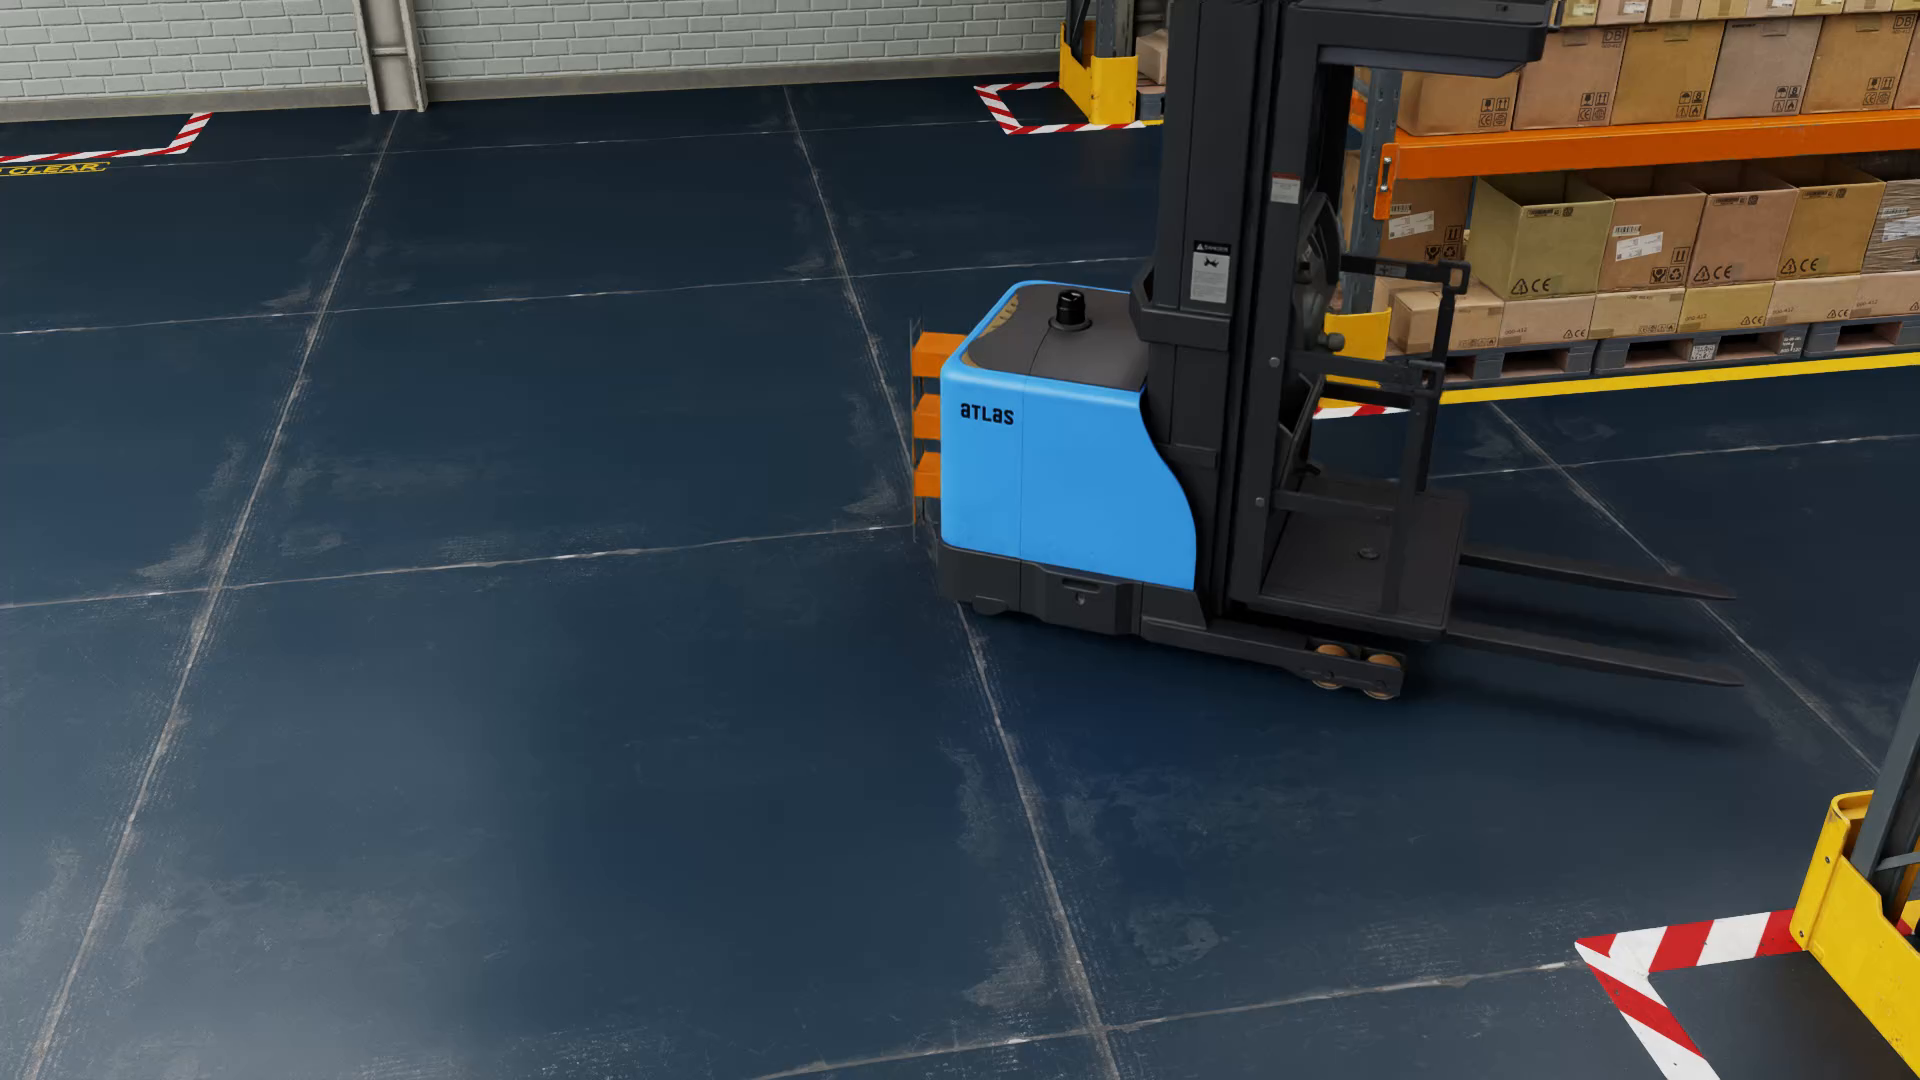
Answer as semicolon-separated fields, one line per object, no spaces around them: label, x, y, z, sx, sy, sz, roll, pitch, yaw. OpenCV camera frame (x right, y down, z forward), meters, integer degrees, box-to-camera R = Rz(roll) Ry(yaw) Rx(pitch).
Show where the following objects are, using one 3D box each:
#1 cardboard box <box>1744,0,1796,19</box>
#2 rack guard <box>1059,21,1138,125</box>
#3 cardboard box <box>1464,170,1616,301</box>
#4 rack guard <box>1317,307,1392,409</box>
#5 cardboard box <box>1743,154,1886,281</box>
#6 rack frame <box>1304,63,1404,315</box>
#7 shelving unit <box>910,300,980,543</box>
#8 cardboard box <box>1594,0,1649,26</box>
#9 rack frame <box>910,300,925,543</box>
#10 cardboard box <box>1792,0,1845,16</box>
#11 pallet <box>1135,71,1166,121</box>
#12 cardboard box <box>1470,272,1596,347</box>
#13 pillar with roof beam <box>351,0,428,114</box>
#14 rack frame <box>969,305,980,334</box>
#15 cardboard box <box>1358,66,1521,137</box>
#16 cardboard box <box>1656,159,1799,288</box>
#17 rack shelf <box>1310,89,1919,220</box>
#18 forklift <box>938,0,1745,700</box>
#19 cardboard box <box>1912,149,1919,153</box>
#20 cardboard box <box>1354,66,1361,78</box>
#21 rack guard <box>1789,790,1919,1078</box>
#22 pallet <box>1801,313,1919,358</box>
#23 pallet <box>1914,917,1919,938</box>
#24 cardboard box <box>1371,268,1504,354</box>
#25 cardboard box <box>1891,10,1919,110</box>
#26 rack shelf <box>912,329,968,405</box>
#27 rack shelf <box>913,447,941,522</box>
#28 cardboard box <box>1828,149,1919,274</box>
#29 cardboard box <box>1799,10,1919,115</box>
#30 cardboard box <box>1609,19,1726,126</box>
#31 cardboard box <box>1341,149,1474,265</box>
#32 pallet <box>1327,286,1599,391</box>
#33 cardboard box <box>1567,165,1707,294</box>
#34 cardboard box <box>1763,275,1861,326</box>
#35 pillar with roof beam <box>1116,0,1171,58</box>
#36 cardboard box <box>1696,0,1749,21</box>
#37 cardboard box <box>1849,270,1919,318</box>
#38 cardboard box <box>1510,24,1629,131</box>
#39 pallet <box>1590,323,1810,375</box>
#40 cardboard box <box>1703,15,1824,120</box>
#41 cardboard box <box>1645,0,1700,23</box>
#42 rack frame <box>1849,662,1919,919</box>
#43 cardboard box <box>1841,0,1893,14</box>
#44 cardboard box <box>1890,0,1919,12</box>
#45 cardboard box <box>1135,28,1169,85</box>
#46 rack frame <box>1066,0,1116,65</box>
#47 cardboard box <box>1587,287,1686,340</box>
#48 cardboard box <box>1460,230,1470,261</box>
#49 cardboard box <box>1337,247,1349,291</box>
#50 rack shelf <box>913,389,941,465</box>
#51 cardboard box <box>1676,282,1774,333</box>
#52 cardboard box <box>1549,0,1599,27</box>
cardboard box;3.828;-2.650;8.059;0.250;0.149;0.380;-5;31;-8
rack guard;1.069;-3.658;12.978;0.348;0.500;1.175;-5;31;-9
cardboard box;2.950;-1.563;8.507;0.500;0.500;0.500;-5;31;-9
rack guard;1.867;-1.179;8.762;0.348;0.500;1.175;-5;31;-9
cardboard box;4.423;-1.704;8.748;0.500;0.500;0.500;-5;31;-9
rack frame;1.891;-2.259;8.132;0.127;3.000;1.000;-5;31;-9
shelving unit;-0.059;-0.476;7.024;0.252;1.050;0.215;6;31;10
cardboard box;3.069;-2.580;7.939;0.250;0.149;0.380;-6;31;-10
rack frame;-0.179;-0.488;7.044;0.008;1.050;0.200;6;31;10
cardboard box;4.086;-2.674;8.100;0.250;0.149;0.380;-4;31;-7
pallet;1.875;-3.590;13.147;1.213;0.211;1.003;-5;31;-9
cardboard box;2.949;-1.240;8.698;0.500;0.250;0.500;-5;31;-9
pillar with roof beam;-3.599;-5.115;7.072;0.400;9.000;9.100;-5;31;-9
rack frame;0.060;-0.464;7.003;0.008;1.050;0.200;6;31;10
cardboard box;2.352;-2.338;8.169;0.500;0.500;0.700;-5;31;-9
cardboard box;3.934;-1.652;8.658;0.500;0.500;0.500;-5;31;-9
rack shelf;3.858;-2.131;8.625;4.000;0.370;1.077;-5;31;-9
forklift;1.483;-0.970;6.009;3.031;2.935;1.130;10;32;17
cardboard box;5.313;-2.057;9.347;0.500;0.500;0.500;-5;31;-9
cardboard box;2.983;-3.953;13.045;0.500;0.500;0.700;-7;31;-12
rack guard;2.845;1.258;4.617;0.348;0.500;1.175;-5;31;-9
pallet;5.035;-1.370;9.372;1.213;0.211;1.003;-5;31;-9
pallet;3.645;1.311;4.812;1.213;0.211;1.003;-5;31;-9
cardboard box;2.458;-1.193;8.618;0.500;0.250;0.500;-5;31;-9
cardboard box;4.872;-2.572;8.566;0.500;0.500;0.700;-6;31;-9
rack shelf;-0.059;-0.711;6.885;0.240;0.259;0.215;6;31;10
rack shelf;-0.059;-0.227;7.170;0.240;0.259;0.215;6;31;10
cardboard box;4.914;-1.752;8.829;0.500;0.500;0.500;-5;31;-9
cardboard box;4.378;-2.528;8.492;0.500;0.500;0.700;-5;31;-8
cardboard box;3.357;-2.431;8.326;0.500;0.500;0.700;-5;31;-9
cardboard box;2.365;-1.775;8.868;0.500;0.500;0.500;-5;31;-9
pallet;2.635;-1.148;8.993;1.213;0.211;1.003;-5;31;-9
cardboard box;3.439;-1.615;8.595;0.500;0.500;0.500;-5;31;-9
cardboard box;4.426;-1.375;8.927;0.500;0.250;0.500;-5;31;-9
pillar with roof beam;2.303;-5.663;8.003;0.400;9.000;9.100;-5;31;-9
cardboard box;3.582;-2.629;8.023;0.250;0.149;0.380;-6;31;-10
cardboard box;4.915;-1.428;9.017;0.500;0.250;0.500;-5;31;-9
cardboard box;2.868;-2.389;8.254;0.500;0.500;0.700;-5;31;-8
pallet;3.833;-1.257;9.180;1.213;0.211;1.003;-5;31;-9
cardboard box;3.874;-2.481;8.411;0.500;0.500;0.700;-4;31;-7
cardboard box;3.331;-2.605;7.983;0.250;0.149;0.380;-6;31;-11
rack frame;2.779;0.211;3.932;0.127;3.000;1.000;-5;31;-9
cardboard box;4.347;-2.700;8.144;0.250;0.149;0.380;-4;31;-7
cardboard box;4.595;-2.723;8.183;0.250;0.149;0.380;-5;31;-9
cardboard box;1.691;-3.777;12.933;0.500;0.311;0.500;-9;32;-15
rack frame;0.995;-4.728;12.332;0.127;3.000;1.000;-5;31;-9
cardboard box;3.441;-1.286;8.776;0.500;0.250;0.500;-5;31;-9
cardboard box;2.855;-1.503;9.144;0.500;0.250;0.500;-5;31;-9
cardboard box;2.365;-1.451;9.057;0.500;0.250;0.500;-5;31;-9
rack shelf;-0.059;-0.467;7.029;0.240;0.259;0.215;6;31;10
cardboard box;3.934;-1.329;8.849;0.500;0.250;0.500;-5;31;-9
cardboard box;2.820;-2.558;7.902;0.250;0.149;0.380;-5;31;-9
